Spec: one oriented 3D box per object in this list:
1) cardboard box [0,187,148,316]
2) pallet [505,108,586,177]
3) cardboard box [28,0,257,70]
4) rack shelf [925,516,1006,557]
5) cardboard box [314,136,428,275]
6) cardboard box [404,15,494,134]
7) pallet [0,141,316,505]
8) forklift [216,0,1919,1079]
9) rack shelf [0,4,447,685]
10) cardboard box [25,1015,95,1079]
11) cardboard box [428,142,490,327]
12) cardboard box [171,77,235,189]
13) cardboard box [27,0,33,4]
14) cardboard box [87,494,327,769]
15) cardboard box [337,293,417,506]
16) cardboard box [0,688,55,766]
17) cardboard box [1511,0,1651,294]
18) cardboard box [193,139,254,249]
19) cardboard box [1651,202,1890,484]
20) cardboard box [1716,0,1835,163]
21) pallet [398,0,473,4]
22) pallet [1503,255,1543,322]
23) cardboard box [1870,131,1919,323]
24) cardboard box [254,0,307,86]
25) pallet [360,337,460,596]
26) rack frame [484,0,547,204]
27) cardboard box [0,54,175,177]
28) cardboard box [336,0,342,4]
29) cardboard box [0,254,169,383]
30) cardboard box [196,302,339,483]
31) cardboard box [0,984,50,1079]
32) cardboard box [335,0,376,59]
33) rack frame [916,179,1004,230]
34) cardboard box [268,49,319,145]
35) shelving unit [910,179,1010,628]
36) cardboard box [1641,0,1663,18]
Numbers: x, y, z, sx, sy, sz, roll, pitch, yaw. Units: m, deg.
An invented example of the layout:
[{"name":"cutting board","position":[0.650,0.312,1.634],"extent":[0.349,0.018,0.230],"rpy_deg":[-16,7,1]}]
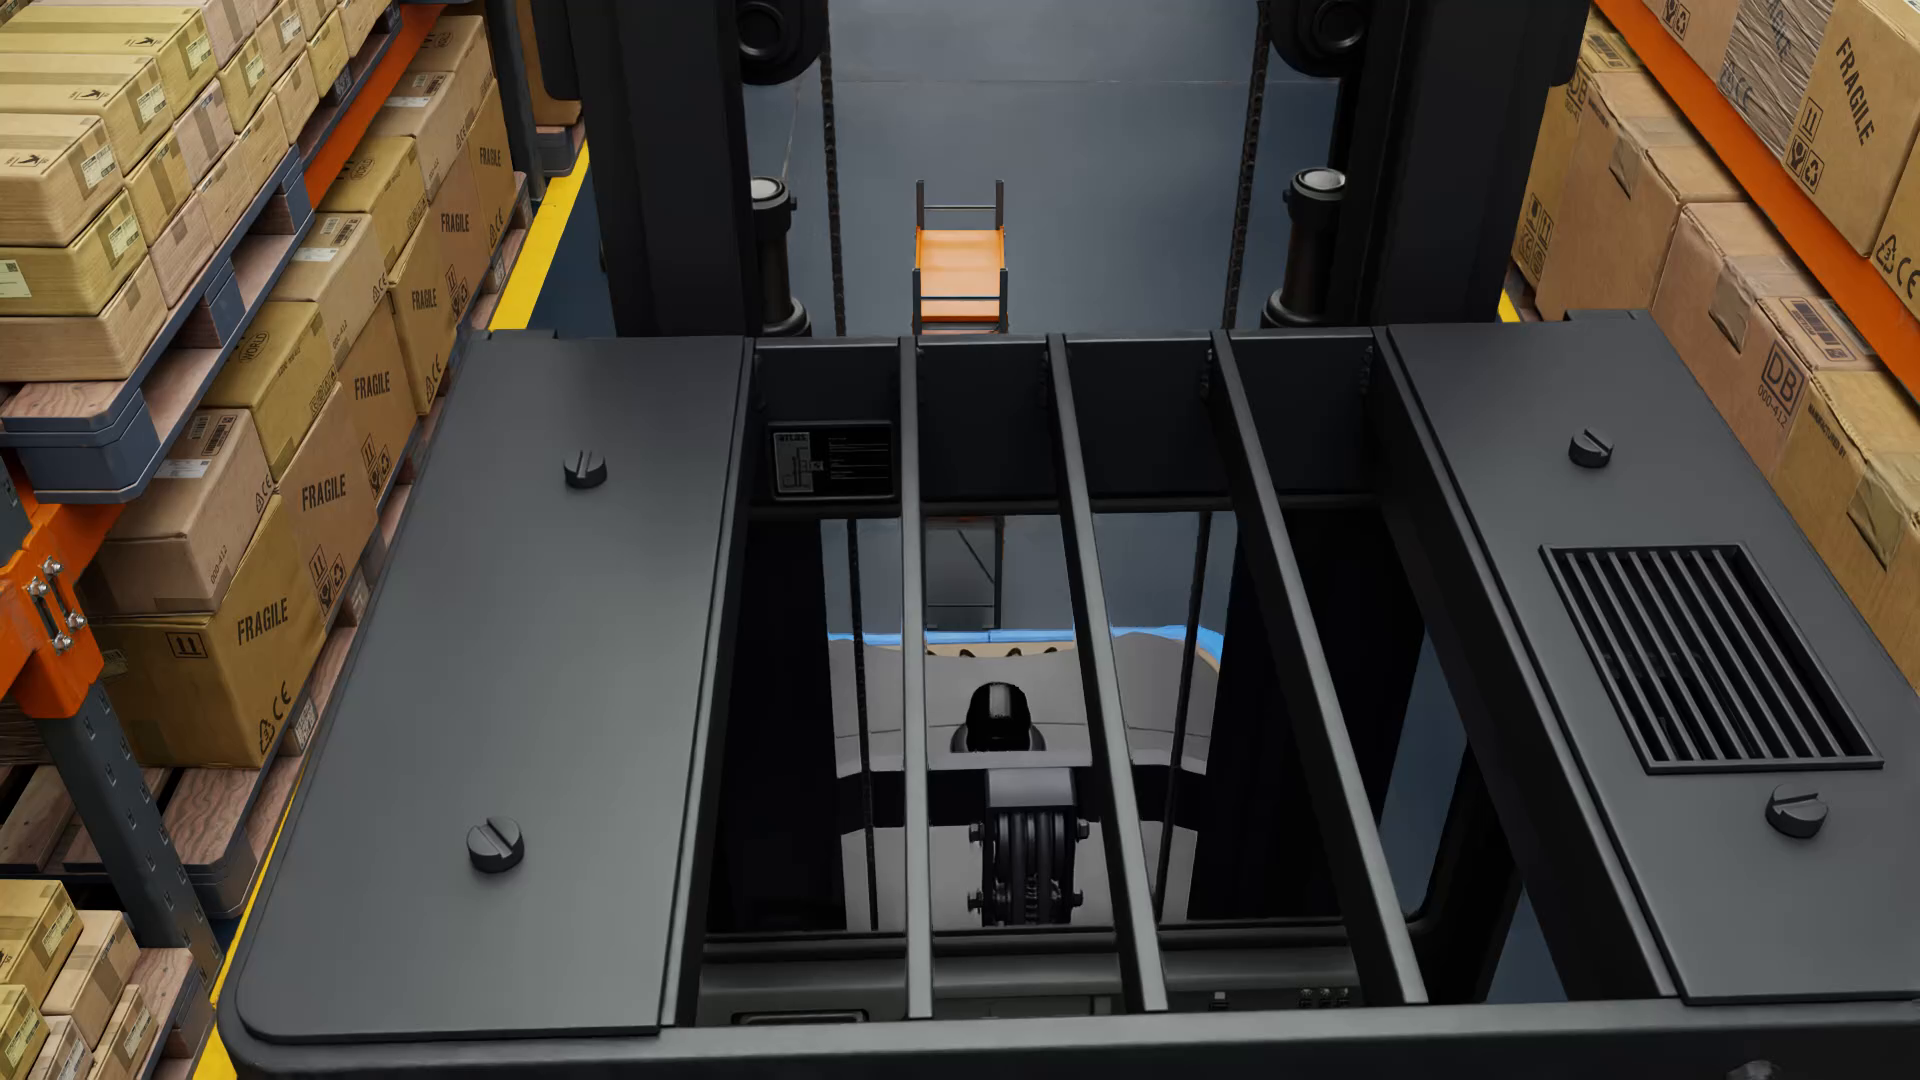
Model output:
[{"name":"cardboard box","position":[-1.803,-0.553,3.169],"extent":[0.380,0.149,0.250],"rpy_deg":[1,39,1]},{"name":"pallet","position":[-2.193,-2.031,7.616],"extent":[1.003,0.211,1.213],"rpy_deg":[0,39,0]},{"name":"cardboard box","position":[-1.805,-1.160,3.688],"extent":[0.380,0.149,0.250],"rpy_deg":[-1,39,-1]},{"name":"rack shelf","position":[0.000,-0.157,4.912],"extent":[0.258,0.148,0.480],"rpy_deg":[0,39,0]},{"name":"cardboard box","position":[-2.008,-1.046,5.220],"extent":[0.500,0.250,0.500],"rpy_deg":[1,39,1]},{"name":"cardboard box","position":[-2.004,-1.680,6.011],"extent":[0.500,0.250,0.500],"rpy_deg":[-1,39,-1]},{"name":"pallet","position":[-2.118,-0.528,3.663],"extent":[1.003,0.211,1.213],"rpy_deg":[0,39,0]},{"name":"forklift","position":[0.107,0.789,1.921],"extent":[1.130,2.935,3.031],"rpy_deg":[-1,39,-2]},{"name":"rack shelf","position":[-2.265,-1.095,4.793],"extent":[1.077,0.370,4.000],"rpy_deg":[0,39,0]},{"name":"cardboard box","position":[-1.932,1.074,3.217],"extent":[0.380,0.149,0.250],"rpy_deg":[-2,39,-2]},{"name":"cardboard box","position":[-2.008,-1.079,5.860],"extent":[0.500,0.500,0.500],"rpy_deg":[1,39,2]},{"name":"cardboard box","position":[-1.806,-0.877,3.573],"extent":[0.380,0.149,0.250],"rpy_deg":[1,39,1]},{"name":"cardboard box","position":[-2.466,-1.380,4.200],"extent":[0.380,0.149,0.250],"rpy_deg":[0,39,0]},{"name":"cardboard box","position":[-1.998,0.225,4.234],"extent":[0.500,0.500,0.500],"rpy_deg":[1,39,2]},{"name":"cardboard box","position":[-2.015,-0.434,5.056],"extent":[0.500,0.500,0.500],"rpy_deg":[1,39,1]},{"name":"cardboard box","position":[-2.515,0.224,4.235],"extent":[0.500,0.500,0.500],"rpy_deg":[-1,39,-1]},{"name":"cardboard box","position":[2.673,-1.470,6.048],"extent":[1.225,0.875,0.875],"rpy_deg":[-2,39,-2]},{"name":"cardboard box","position":[-1.806,-0.767,3.673],"extent":[0.380,0.149,0.250],"rpy_deg":[0,39,0]},{"name":"cardboard box","position":[2.675,-0.359,4.662],"extent":[1.225,0.875,0.875],"rpy_deg":[-1,39,-2]},{"name":"cardboard box","position":[2.427,-1.346,4.451],"extent":[0.500,0.500,0.500],"rpy_deg":[0,39,0]},{"name":"pallet","position":[-2.160,-2.106,5.632],"extent":[1.213,0.211,1.003],"rpy_deg":[0,39,0]},{"name":"pallet","position":[2.618,-0.985,6.311],"extent":[1.003,0.211,1.213],"rpy_deg":[0,39,0]},{"name":"cardboard box","position":[2.430,-0.706,3.652],"extent":[0.500,0.500,0.500],"rpy_deg":[1,39,1]},{"name":"cardboard box","position":[-1.810,-1.208,3.986],"extent":[0.380,0.149,0.250],"rpy_deg":[1,39,2]},{"name":"pallet","position":[-2.269,-0.288,5.441],"extent":[1.003,0.211,1.213],"rpy_deg":[0,39,0]},{"name":"rack frame","position":[-2.267,-2.626,6.128],"extent":[1.000,3.000,0.127],"rpy_deg":[0,39,0]},{"name":"cardboard box","position":[-1.810,-0.844,3.294],"extent":[0.380,0.149,0.250],"rpy_deg":[1,39,1]},{"name":"cardboard box","position":[-1.807,-1.531,4.389],"extent":[0.380,0.149,0.250],"rpy_deg":[-1,39,-1]},{"name":"cardboard box","position":[-1.803,-0.437,3.262],"extent":[0.380,0.149,0.250],"rpy_deg":[-2,39,-2]},{"name":"cardboard box","position":[-2.002,-0.401,4.415],"extent":[0.500,0.250,0.500],"rpy_deg":[1,39,1]},{"name":"cardboard box","position":[-1.962,0.974,3.104],"extent":[0.380,0.149,0.250],"rpy_deg":[0,39,1]},{"name":"cardboard box","position":[-1.807,-1.411,4.478],"extent":[0.380,0.149,0.250],"rpy_deg":[-2,39,-2]},{"name":"rack frame","position":[0.000,-0.517,4.936],"extent":[0.240,1.200,0.015],"rpy_deg":[0,39,0]},{"name":"cardboard box","position":[-1.806,-1.083,4.068],"extent":[0.380,0.149,0.250],"rpy_deg":[-2,39,-2]},{"name":"shelving unit","position":[0.000,-0.365,4.746],"extent":[0.258,1.200,0.503],"rpy_deg":[0,39,0]},{"name":"cardboard box","position":[2.424,-1.979,5.241],"extent":[0.500,0.500,0.500],"rpy_deg":[-1,39,-1]}]
